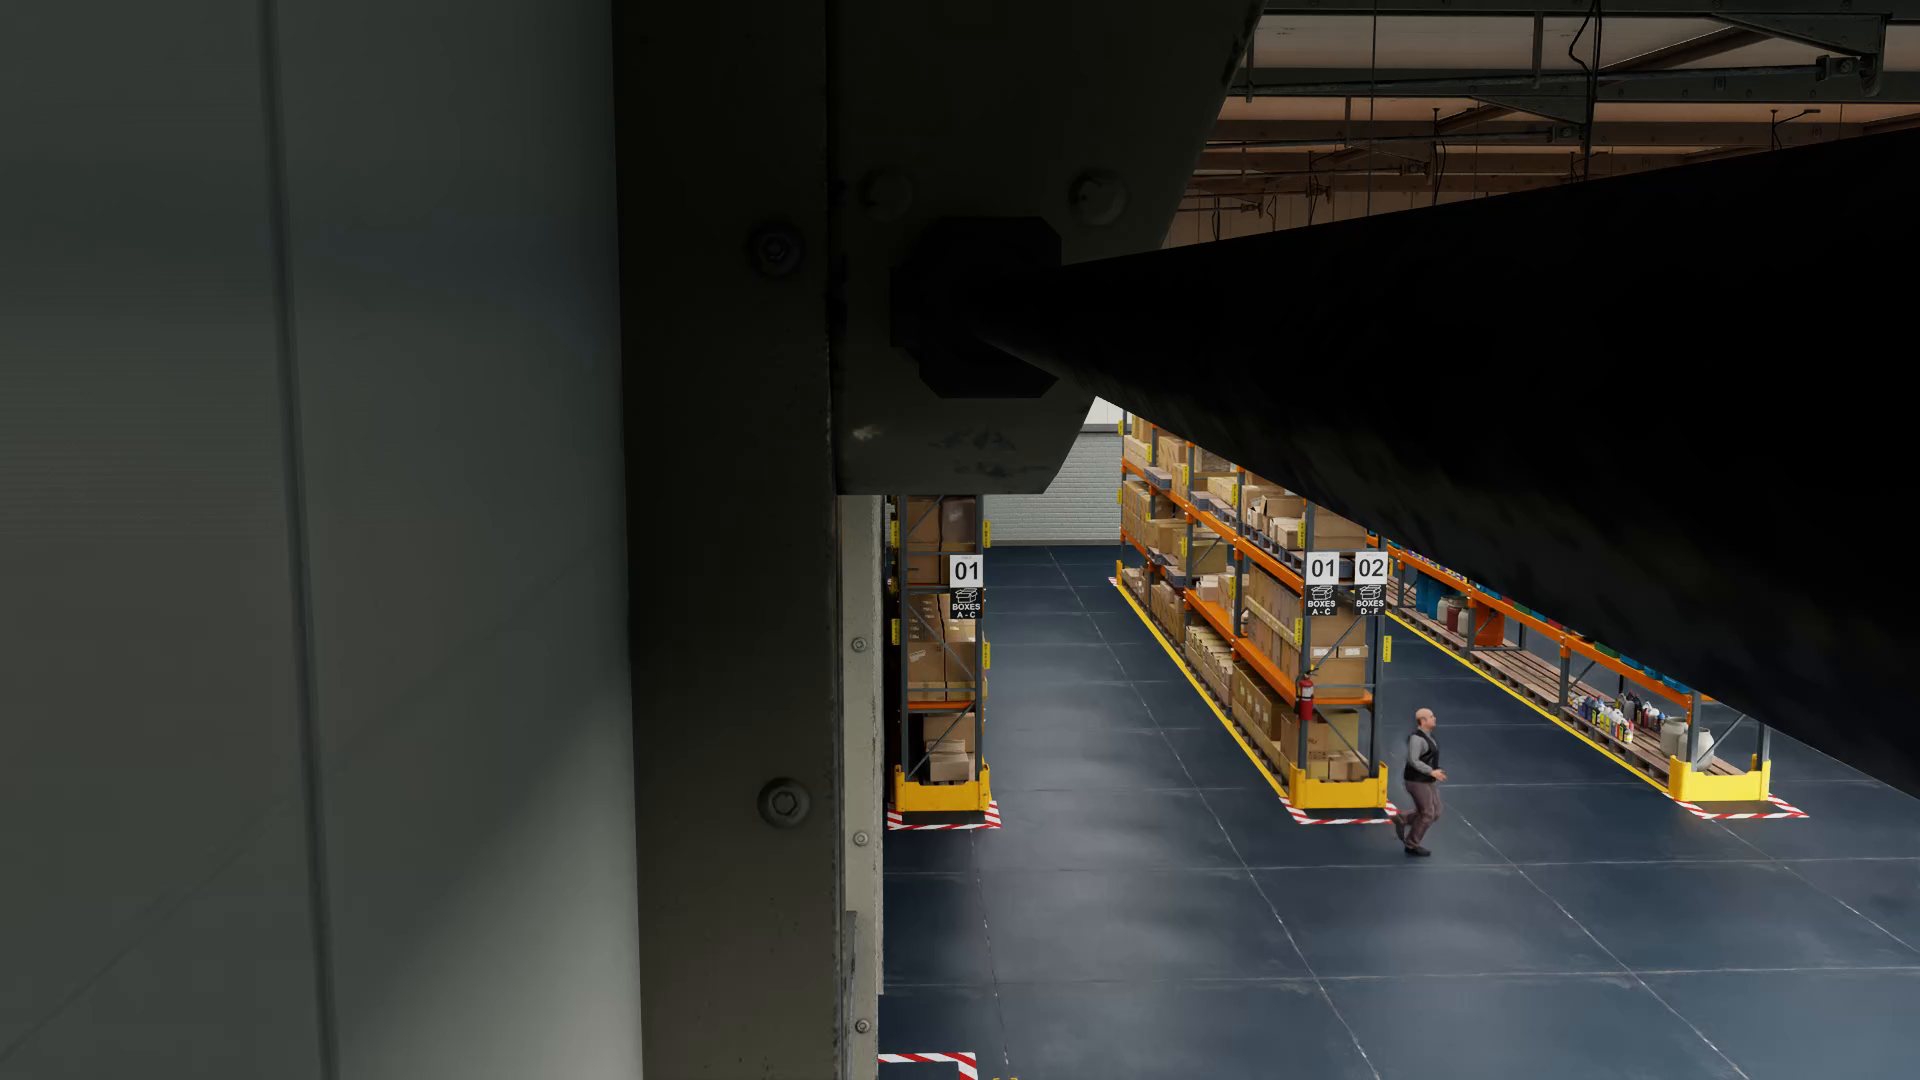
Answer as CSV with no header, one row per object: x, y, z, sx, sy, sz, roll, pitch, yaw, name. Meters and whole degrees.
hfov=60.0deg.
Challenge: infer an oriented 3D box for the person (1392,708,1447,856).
5.243,2.735,18.938,0.619,1.682,0.705,4,9,26,person
